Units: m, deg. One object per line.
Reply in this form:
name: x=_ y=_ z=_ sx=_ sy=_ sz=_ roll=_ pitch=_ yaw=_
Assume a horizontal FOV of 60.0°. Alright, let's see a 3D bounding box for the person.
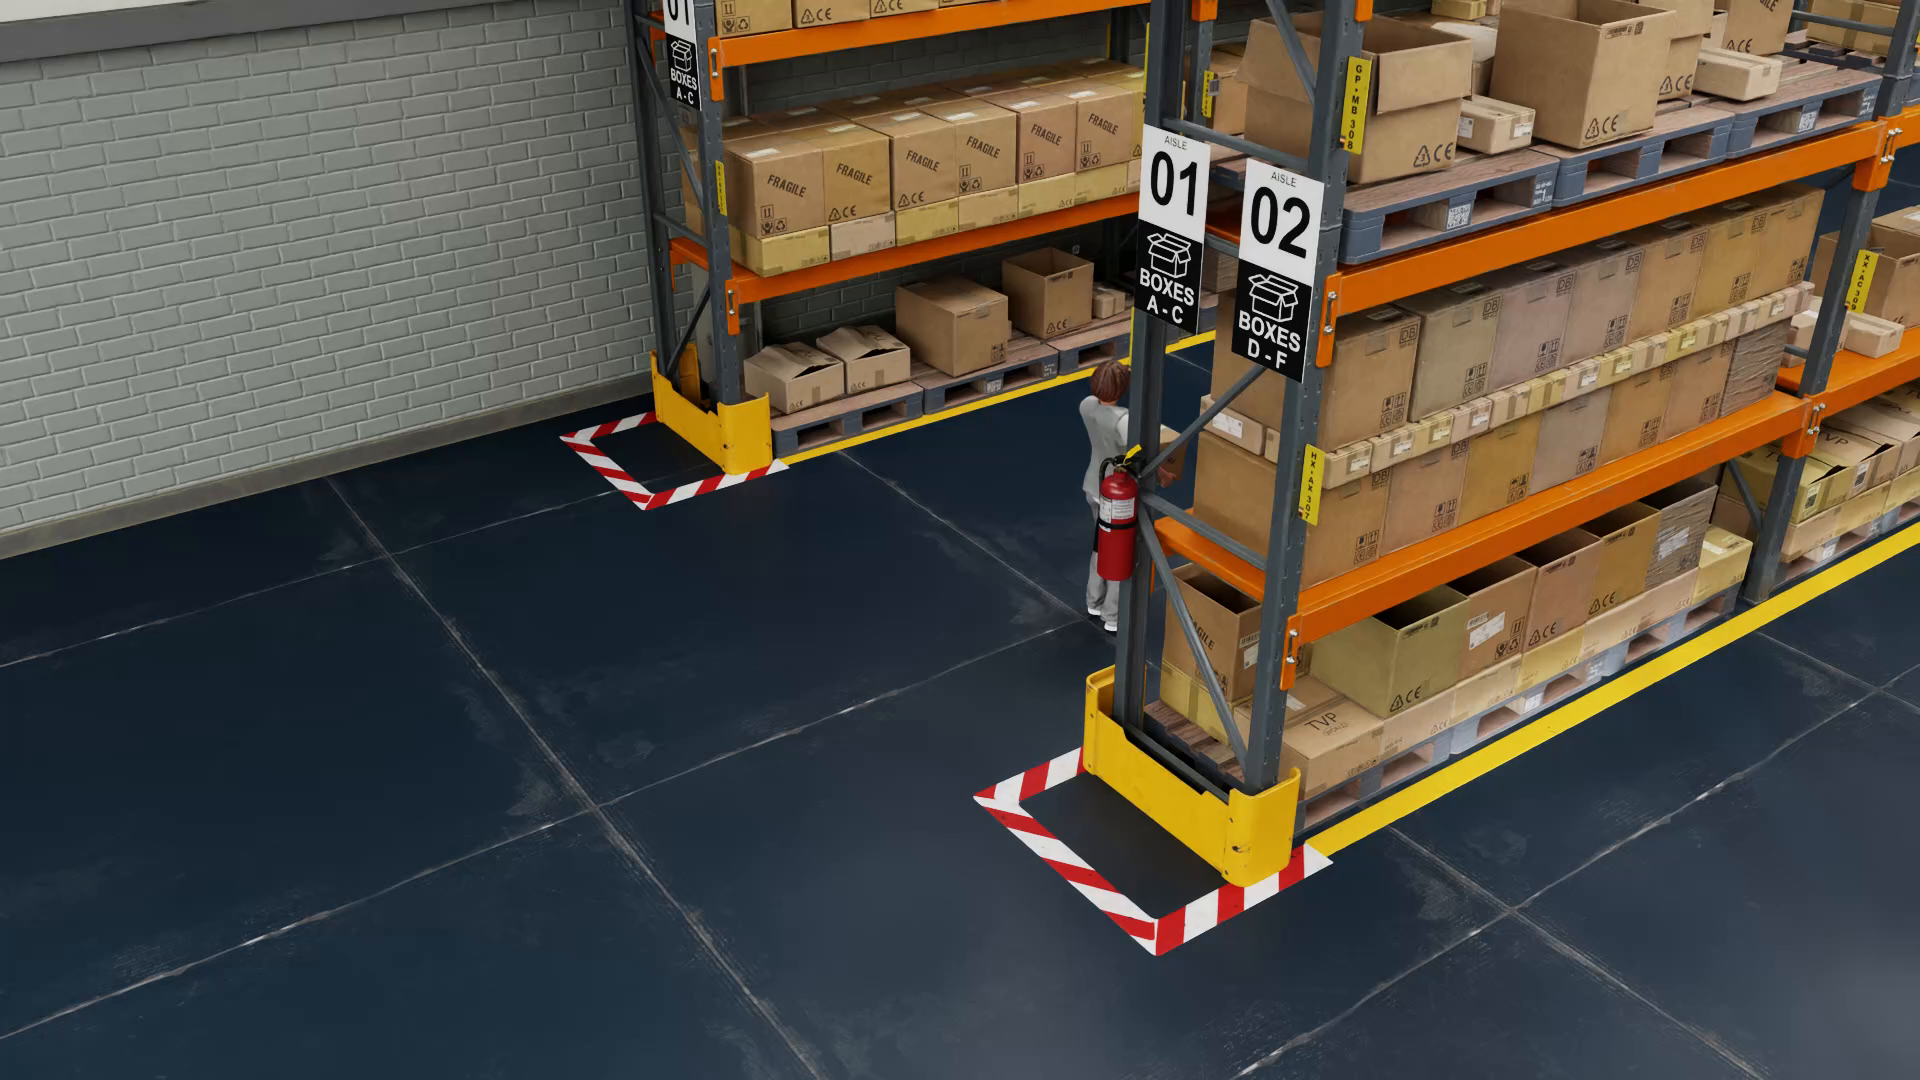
person: x=0.908 y=-0.271 z=9.130 sx=0.494 sy=1.590 sz=0.404 roll=-18 pitch=34 yaw=-30
